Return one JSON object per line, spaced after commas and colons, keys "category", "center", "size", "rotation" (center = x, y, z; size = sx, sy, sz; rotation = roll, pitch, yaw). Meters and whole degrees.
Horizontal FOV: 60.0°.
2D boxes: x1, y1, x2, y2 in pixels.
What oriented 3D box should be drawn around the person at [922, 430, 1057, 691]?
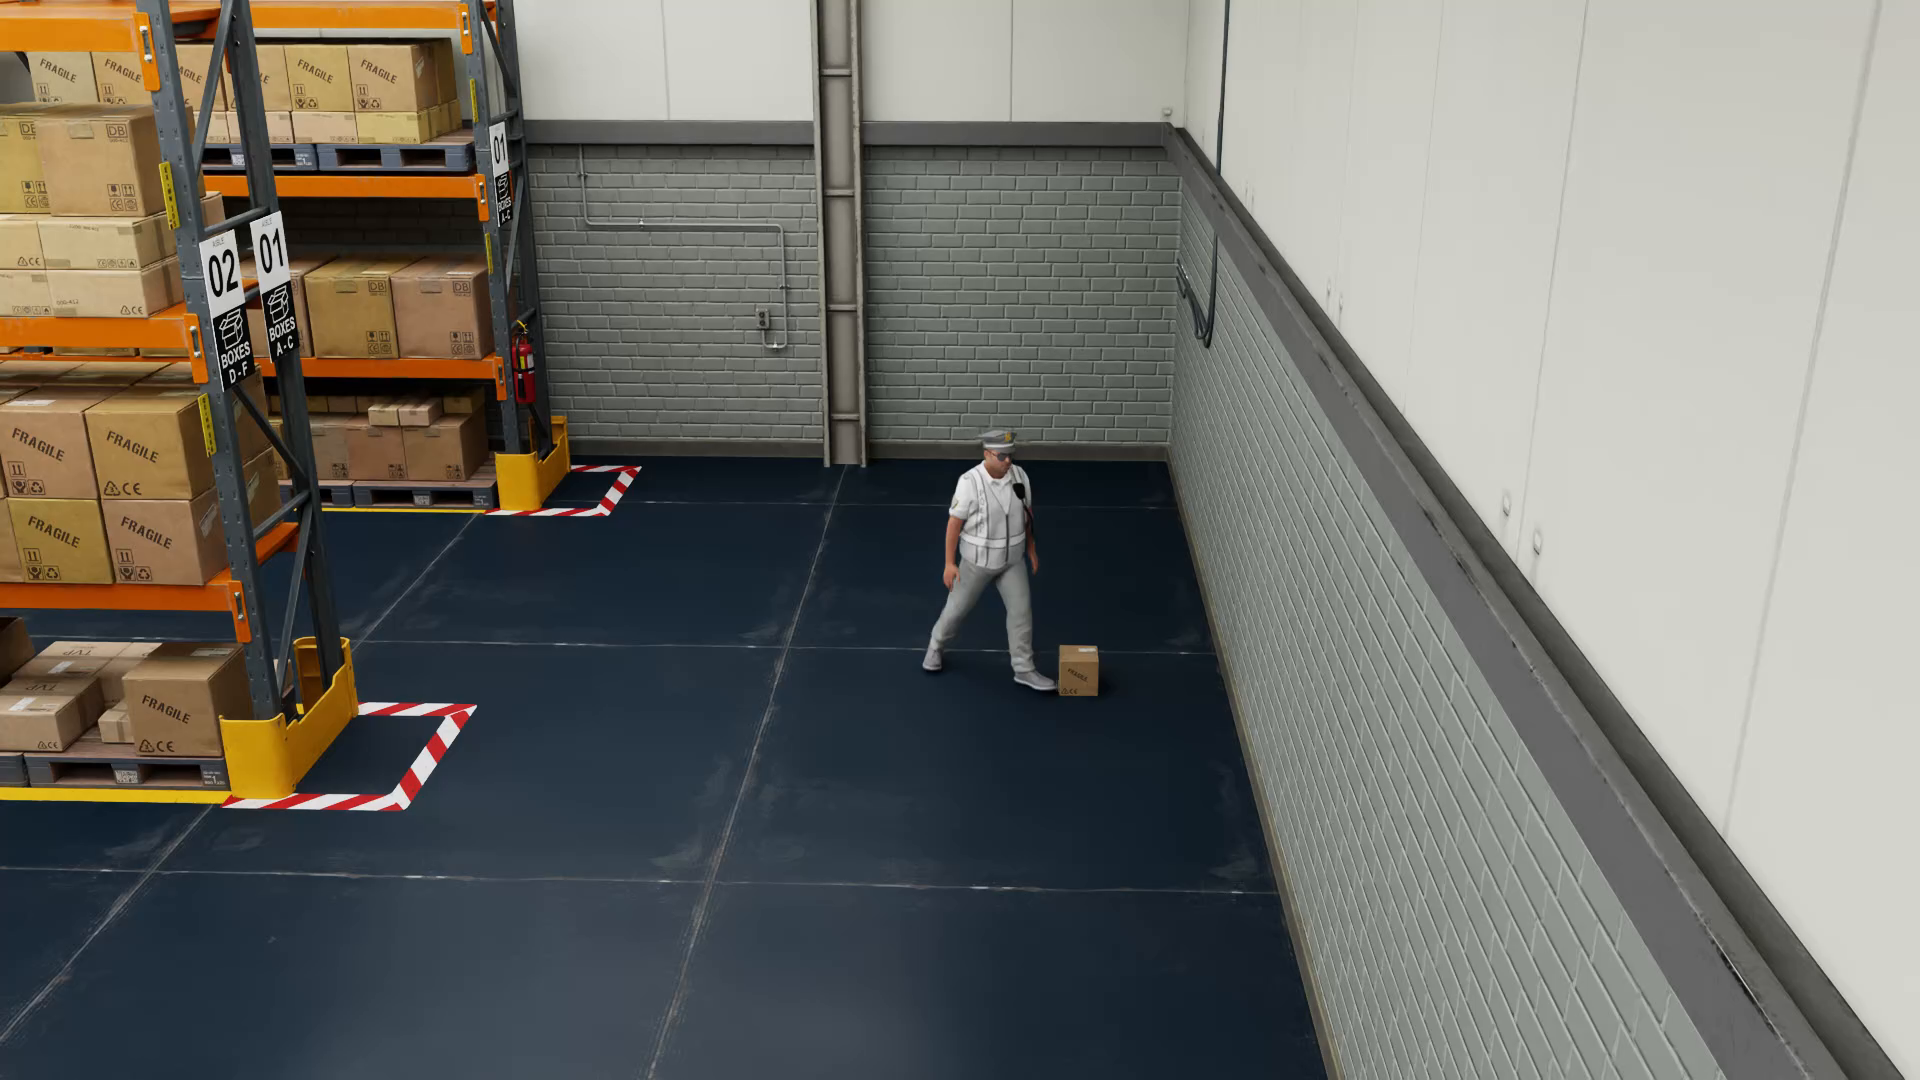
{"category": "person", "center": [0.192, 0.096, 10.800], "size": [0.718, 1.729, 0.902], "rotation": [-12, 24, -28]}
